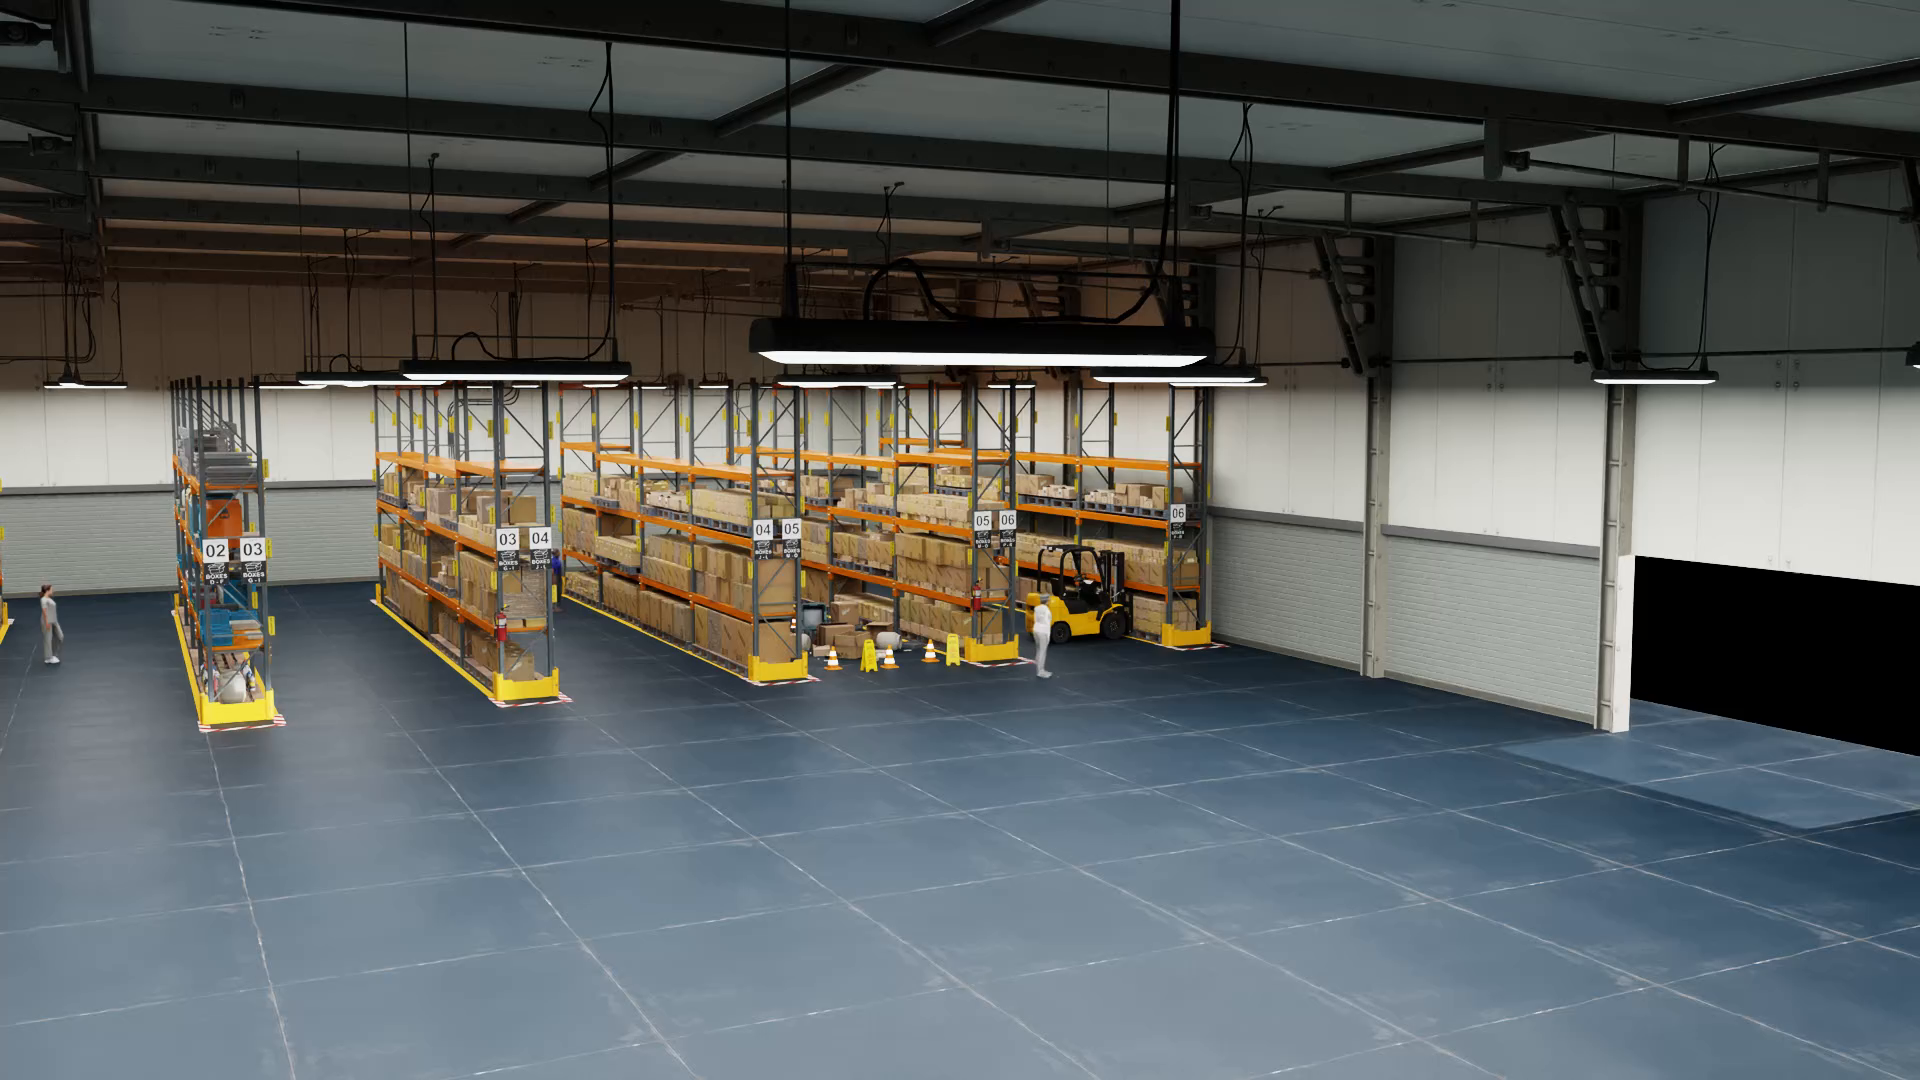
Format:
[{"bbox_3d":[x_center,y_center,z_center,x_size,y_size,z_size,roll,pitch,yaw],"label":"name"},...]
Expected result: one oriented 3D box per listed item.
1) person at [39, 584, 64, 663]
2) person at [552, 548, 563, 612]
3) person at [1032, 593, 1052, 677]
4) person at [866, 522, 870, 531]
[{"bbox_3d":[-19.293,1.769,35.244,0.402,1.685,0.505,0,5,4],"label":"person"},{"bbox_3d":[-10.544,1.047,43.496,0.387,1.694,0.532,1,5,15],"label":"person"},{"bbox_3d":[1.664,1.914,33.480,0.359,1.688,0.516,-3,6,-31],"label":"person"},{"bbox_3d":[-3.041,0.234,52.592,0.490,1.670,0.615,0,5,5],"label":"person"}]
